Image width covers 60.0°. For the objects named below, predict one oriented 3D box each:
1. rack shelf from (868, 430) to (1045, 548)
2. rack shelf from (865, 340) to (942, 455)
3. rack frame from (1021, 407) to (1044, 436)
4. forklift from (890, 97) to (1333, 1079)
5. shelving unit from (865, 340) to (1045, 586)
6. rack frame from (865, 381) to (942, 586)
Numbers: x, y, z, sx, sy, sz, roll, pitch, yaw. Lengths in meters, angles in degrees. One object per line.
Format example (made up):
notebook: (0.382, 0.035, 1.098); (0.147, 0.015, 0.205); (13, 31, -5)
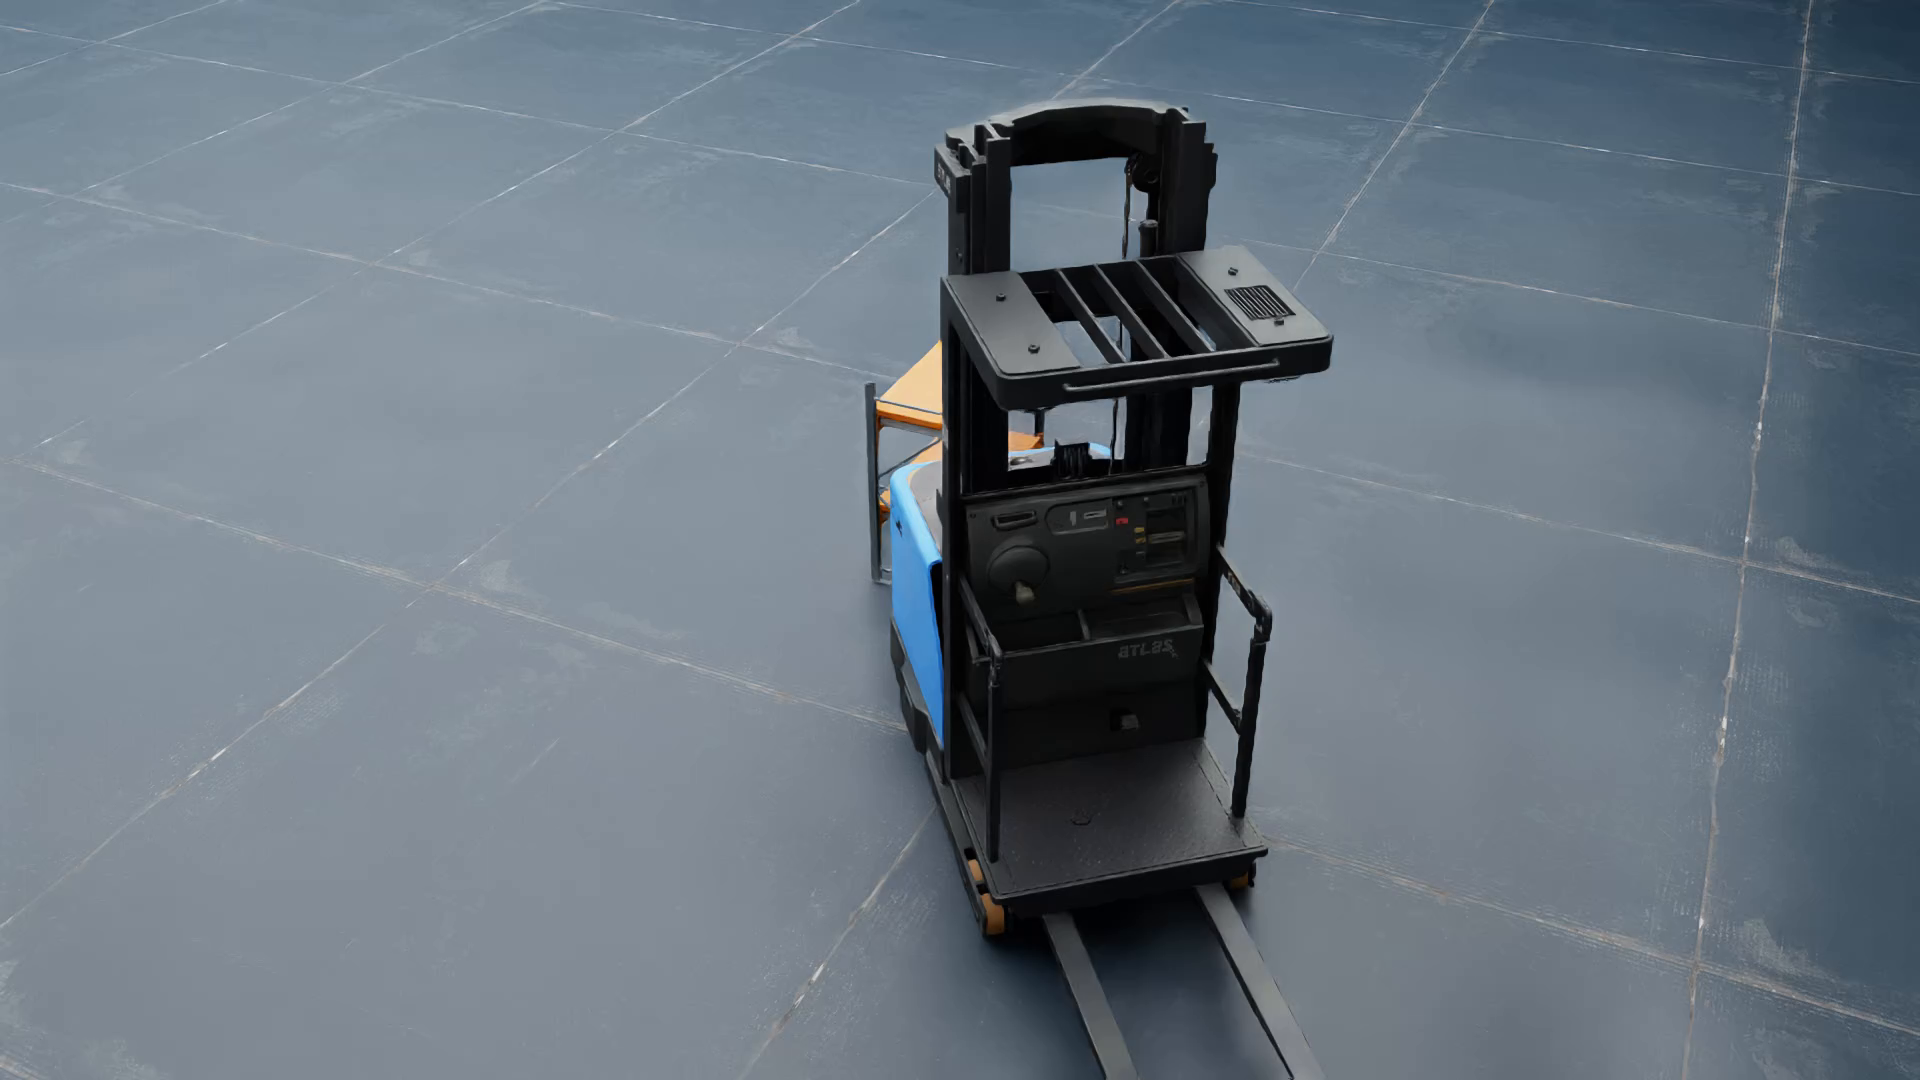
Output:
rack shelf: (-0.003, -0.263, 8.570); (0.538, 0.278, 1.000); (14, 36, 20)
rack shelf: (-0.003, -0.712, 8.276); (0.538, 0.278, 1.000); (14, 36, 20)
rack frame: (0.210, -0.720, 8.823); (0.500, 1.125, 0.032); (14, 36, 20)
forklift: (0.535, 0.065, 5.978); (1.130, 2.935, 3.031); (-8, 34, -12)
shelving unit: (-0.003, -0.467, 8.436); (0.538, 1.125, 1.048); (14, 36, 20)
rack frame: (-0.216, -0.214, 8.050); (0.500, 1.125, 0.032); (14, 36, 20)
